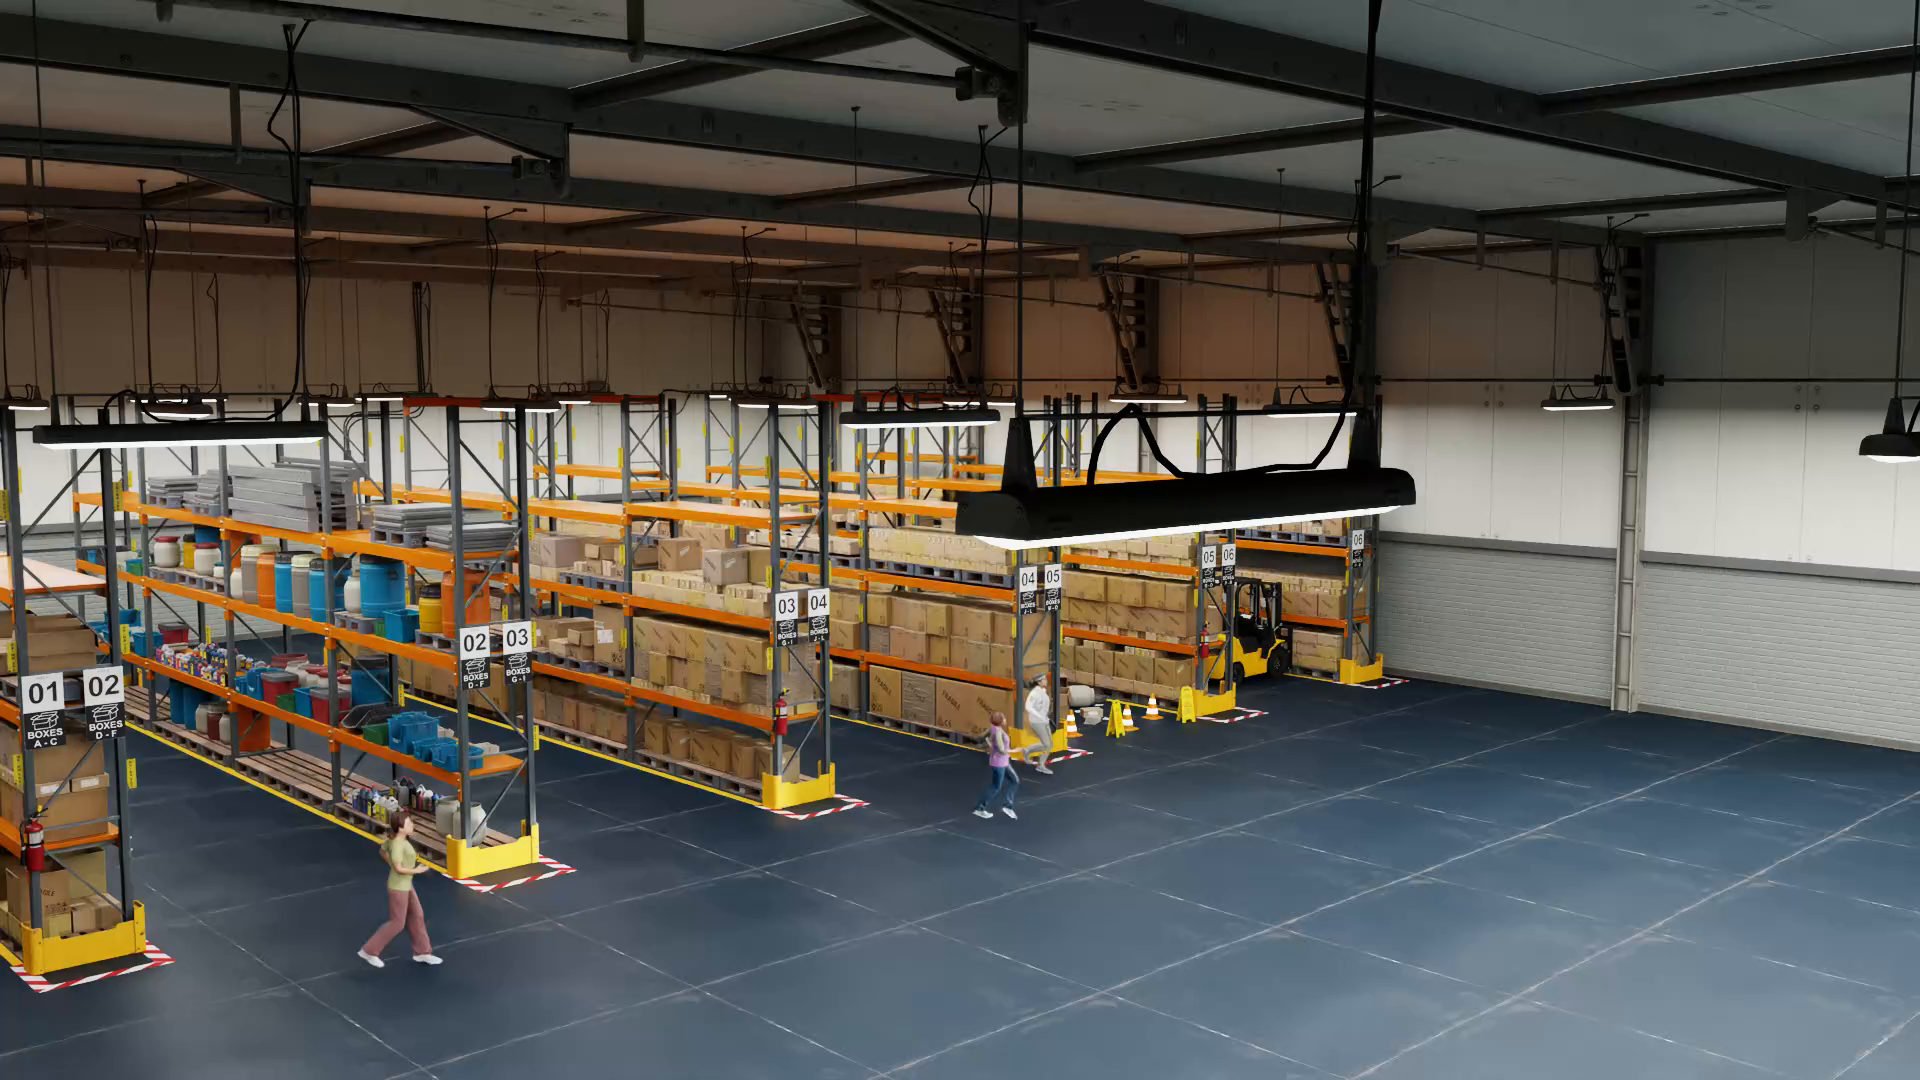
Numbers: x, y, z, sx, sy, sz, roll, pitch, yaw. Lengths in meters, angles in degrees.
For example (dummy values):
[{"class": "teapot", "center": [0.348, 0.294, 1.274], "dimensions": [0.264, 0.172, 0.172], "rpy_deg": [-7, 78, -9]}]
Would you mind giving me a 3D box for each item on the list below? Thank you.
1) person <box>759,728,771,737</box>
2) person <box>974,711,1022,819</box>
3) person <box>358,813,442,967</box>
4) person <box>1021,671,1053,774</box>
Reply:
[{"class": "person", "center": [-3.359, 2.591, 29.549], "dimensions": [0.726, 1.803, 0.658], "rpy_deg": [4, 7, 38]}, {"class": "person", "center": [0.552, 3.242, 23.903], "dimensions": [0.703, 1.609, 0.542], "rpy_deg": [0, 6, -1]}, {"class": "person", "center": [-6.034, 3.770, 17.862], "dimensions": [0.856, 1.696, 0.593], "rpy_deg": [-2, 6, -17]}, {"class": "person", "center": [1.247, 2.929, 26.803], "dimensions": [0.530, 1.667, 0.655], "rpy_deg": [3, 6, 25]}]
